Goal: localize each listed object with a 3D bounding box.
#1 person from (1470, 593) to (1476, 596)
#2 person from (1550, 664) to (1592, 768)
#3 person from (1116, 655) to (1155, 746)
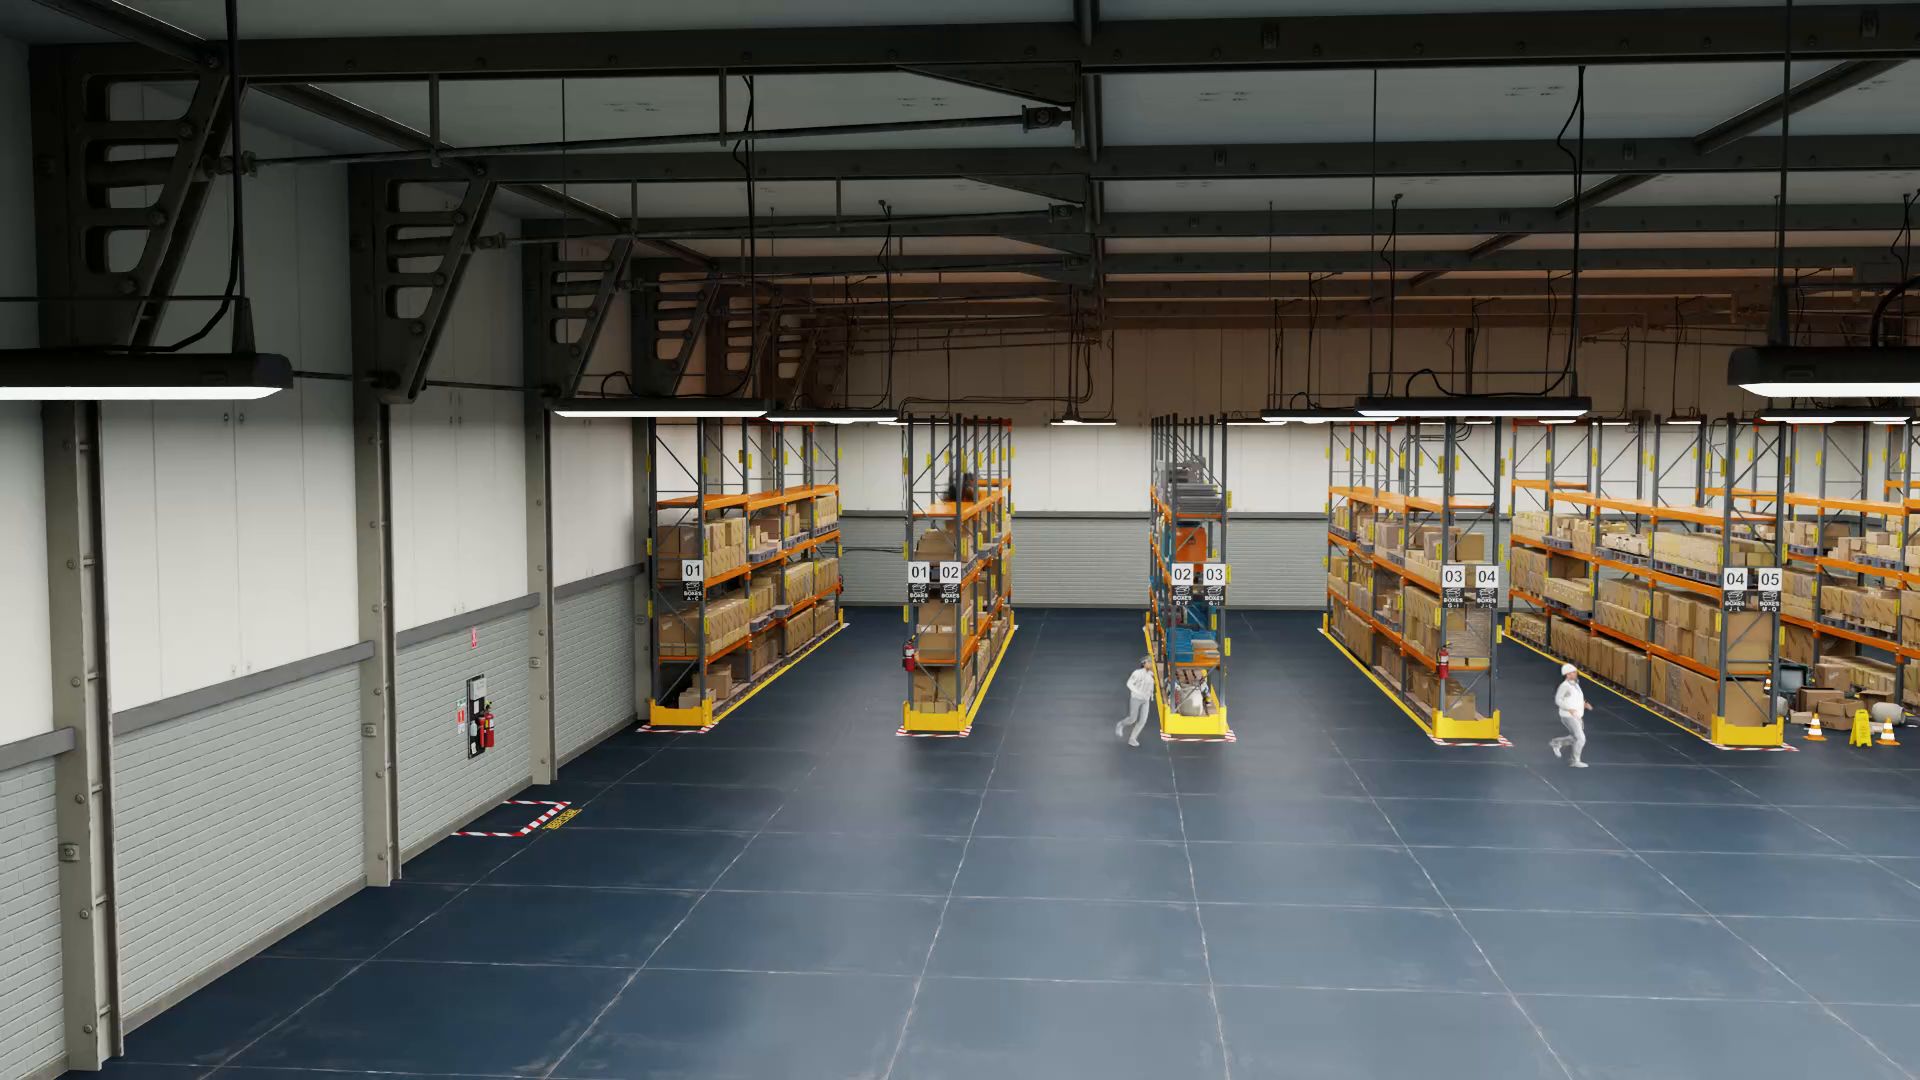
[{"bbox_3d":[13.941,1.807,45.643,0.695,1.716,0.541,2,4,23],"label":"person"},{"bbox_3d":[10.314,2.966,28.168,0.707,1.729,0.688,3,5,41],"label":"person"},{"bbox_3d":[3.283,2.888,30.247,0.651,1.623,0.660,-2,4,-28],"label":"person"}]
